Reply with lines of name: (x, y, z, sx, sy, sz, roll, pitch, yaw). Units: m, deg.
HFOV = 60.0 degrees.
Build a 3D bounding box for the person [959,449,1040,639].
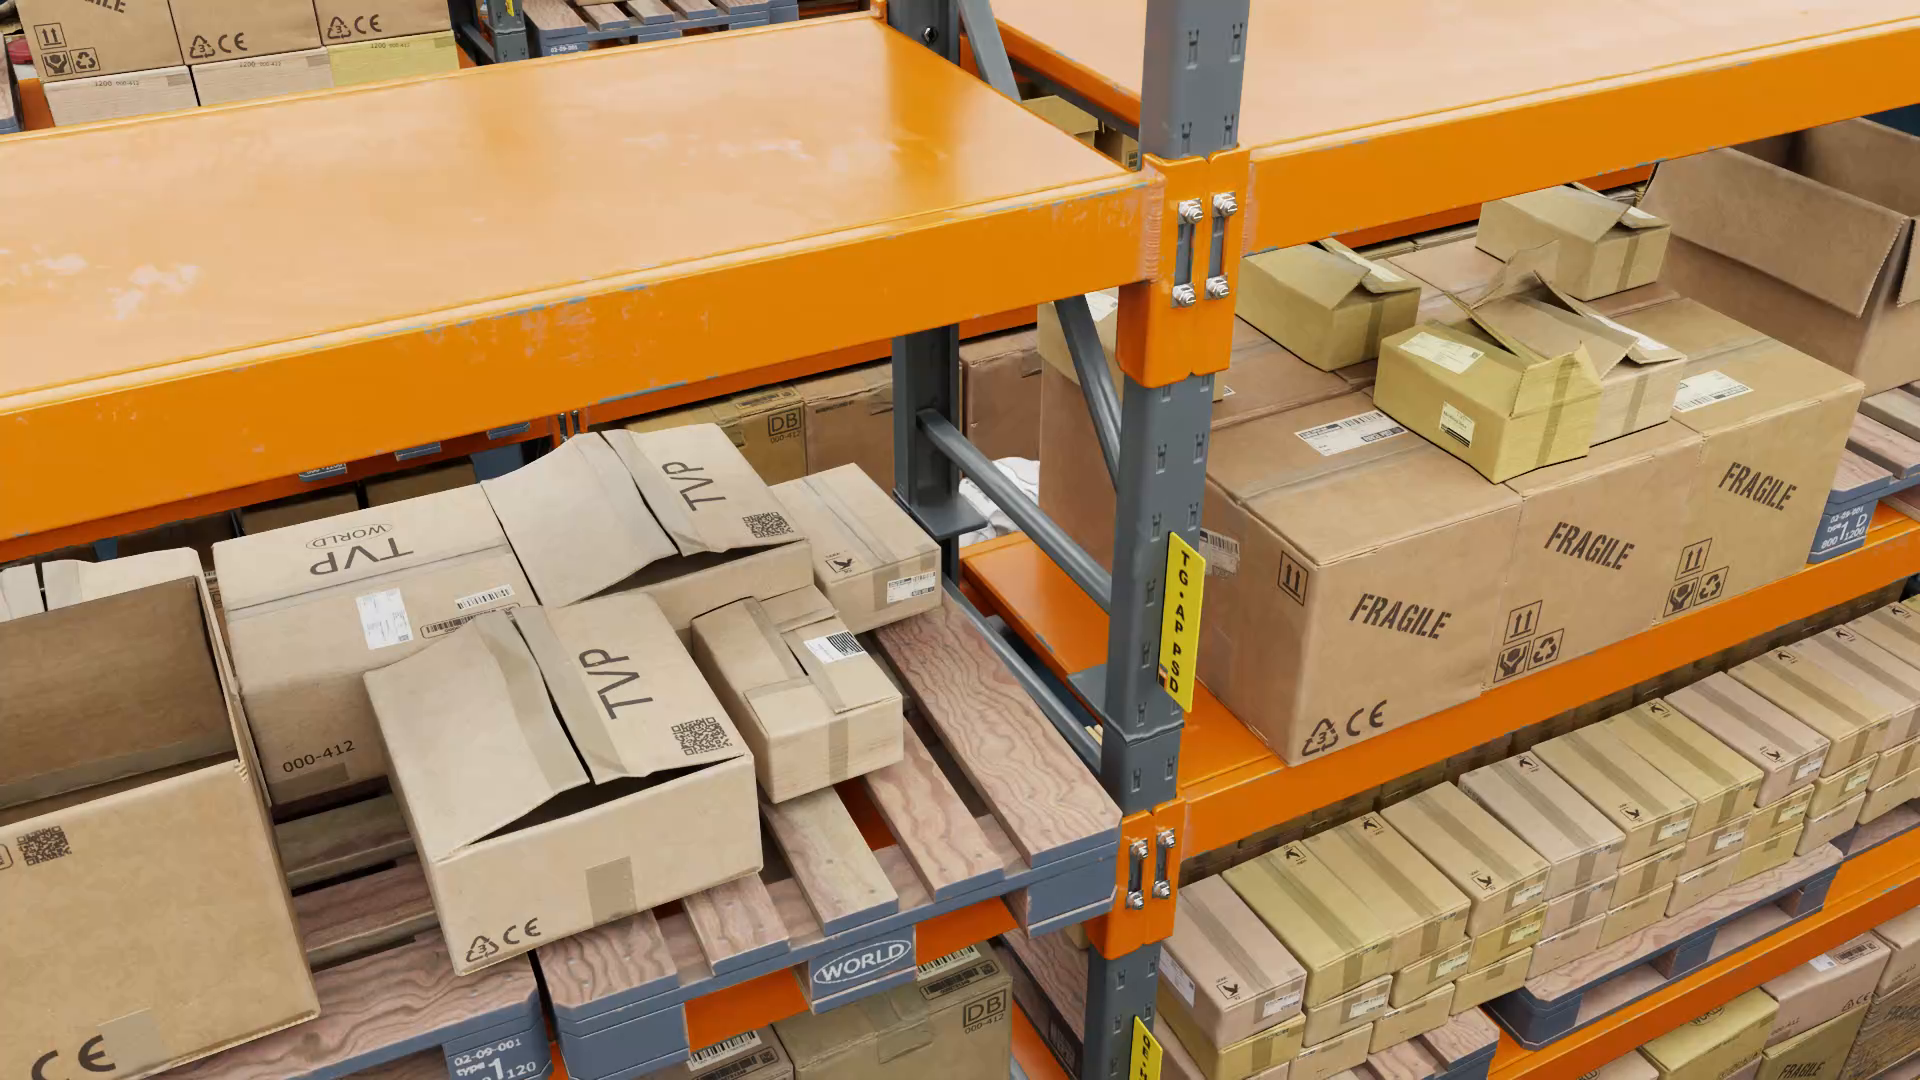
person: (0.222, 0.099, 7.924, 0.924, 1.158, 0.447, -18, 37, -25)
